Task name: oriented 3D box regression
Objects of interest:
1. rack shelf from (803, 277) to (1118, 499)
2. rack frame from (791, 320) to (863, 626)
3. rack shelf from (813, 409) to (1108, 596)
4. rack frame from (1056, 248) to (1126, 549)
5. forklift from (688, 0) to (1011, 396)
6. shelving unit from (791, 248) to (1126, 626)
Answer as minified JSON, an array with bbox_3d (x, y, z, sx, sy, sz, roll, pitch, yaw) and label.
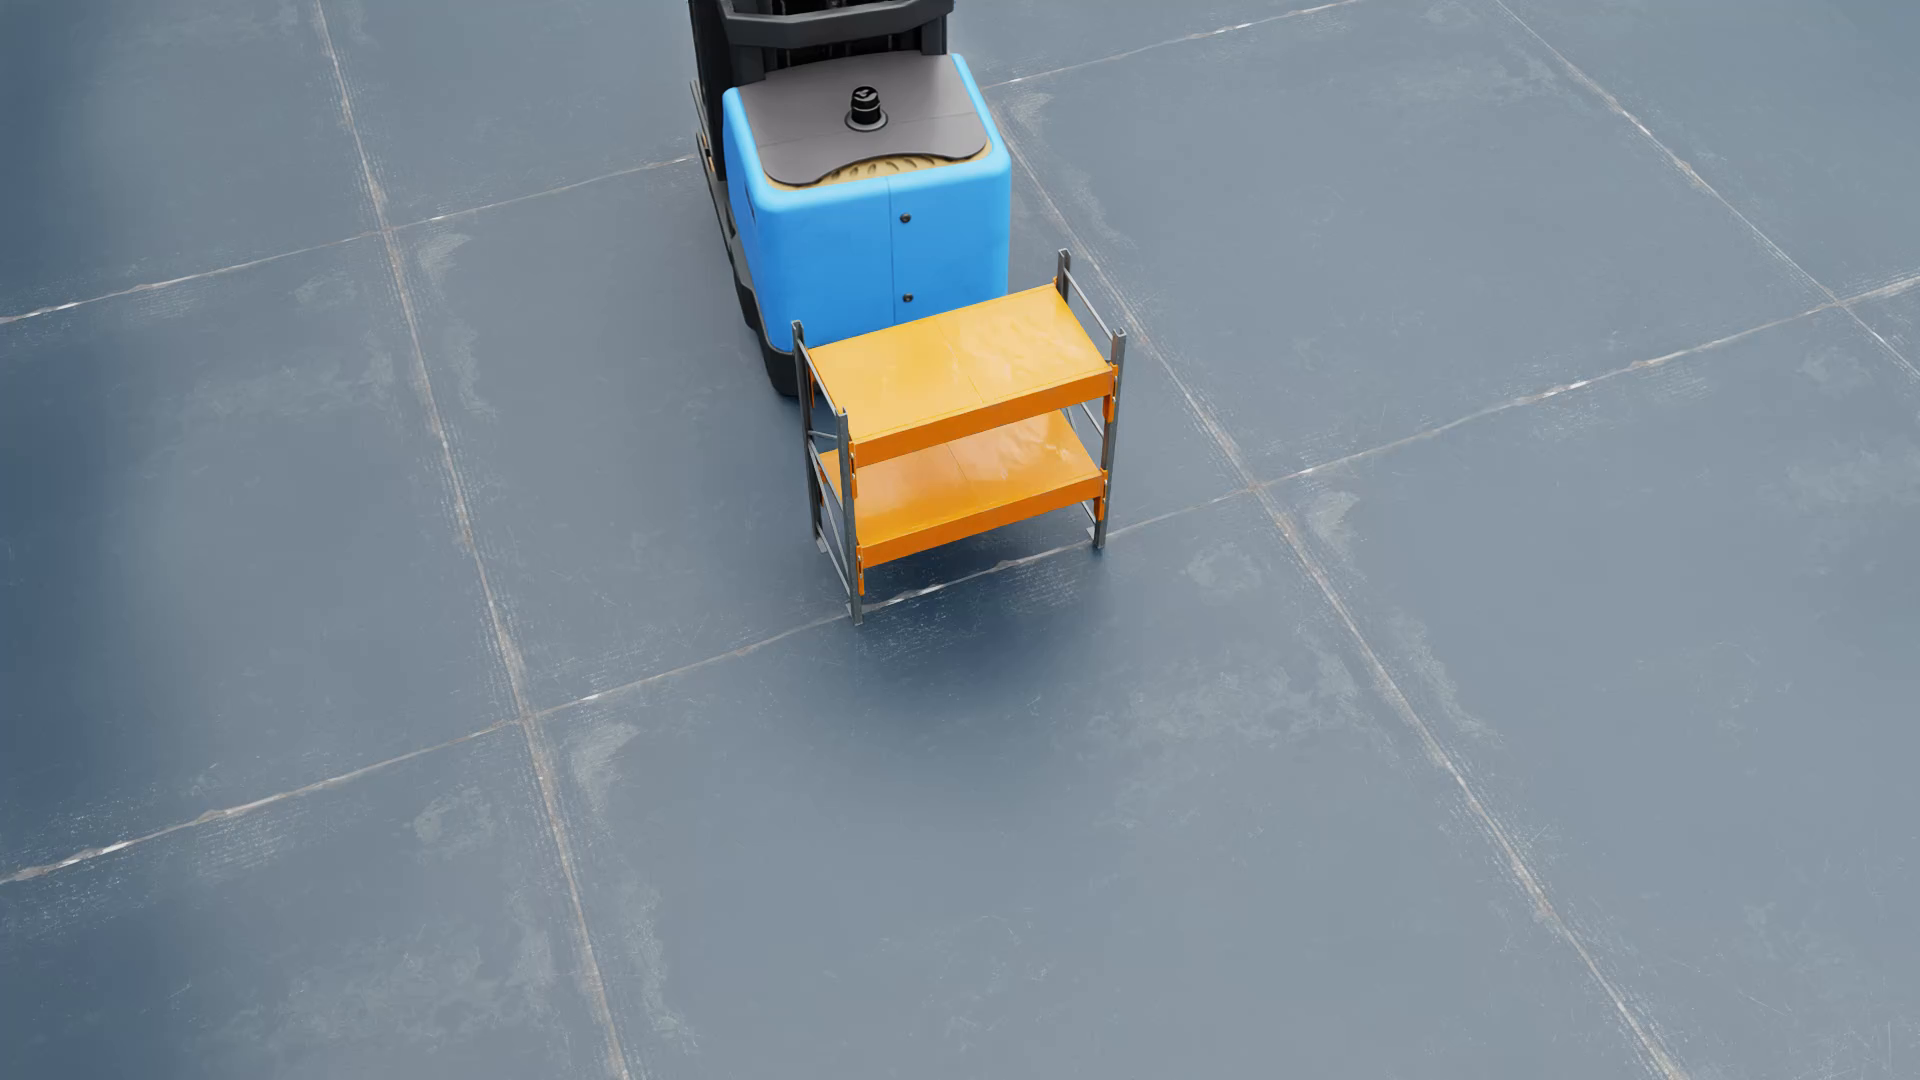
[{"bbox_3d":[-0.006,-0.555,5.940,1.000,0.278,0.538,-17,52,-14],"label":"rack shelf"},{"bbox_3d":[-0.477,-0.219,6.037,0.032,1.125,0.500,-17,52,-14],"label":"rack frame"},{"bbox_3d":[-0.006,-0.205,6.348,1.000,0.278,0.538,-17,52,-14],"label":"rack shelf"},{"bbox_3d":[0.464,-0.510,6.288,0.032,1.125,0.500,-17,52,-14],"label":"rack frame"},{"bbox_3d":[-0.660,-2.710,6.986,1.130,2.935,3.031,-12,50,-10],"label":"forklift"},{"bbox_3d":[-0.006,-0.365,6.162,1.048,1.125,0.538,-17,52,-14],"label":"shelving unit"}]
